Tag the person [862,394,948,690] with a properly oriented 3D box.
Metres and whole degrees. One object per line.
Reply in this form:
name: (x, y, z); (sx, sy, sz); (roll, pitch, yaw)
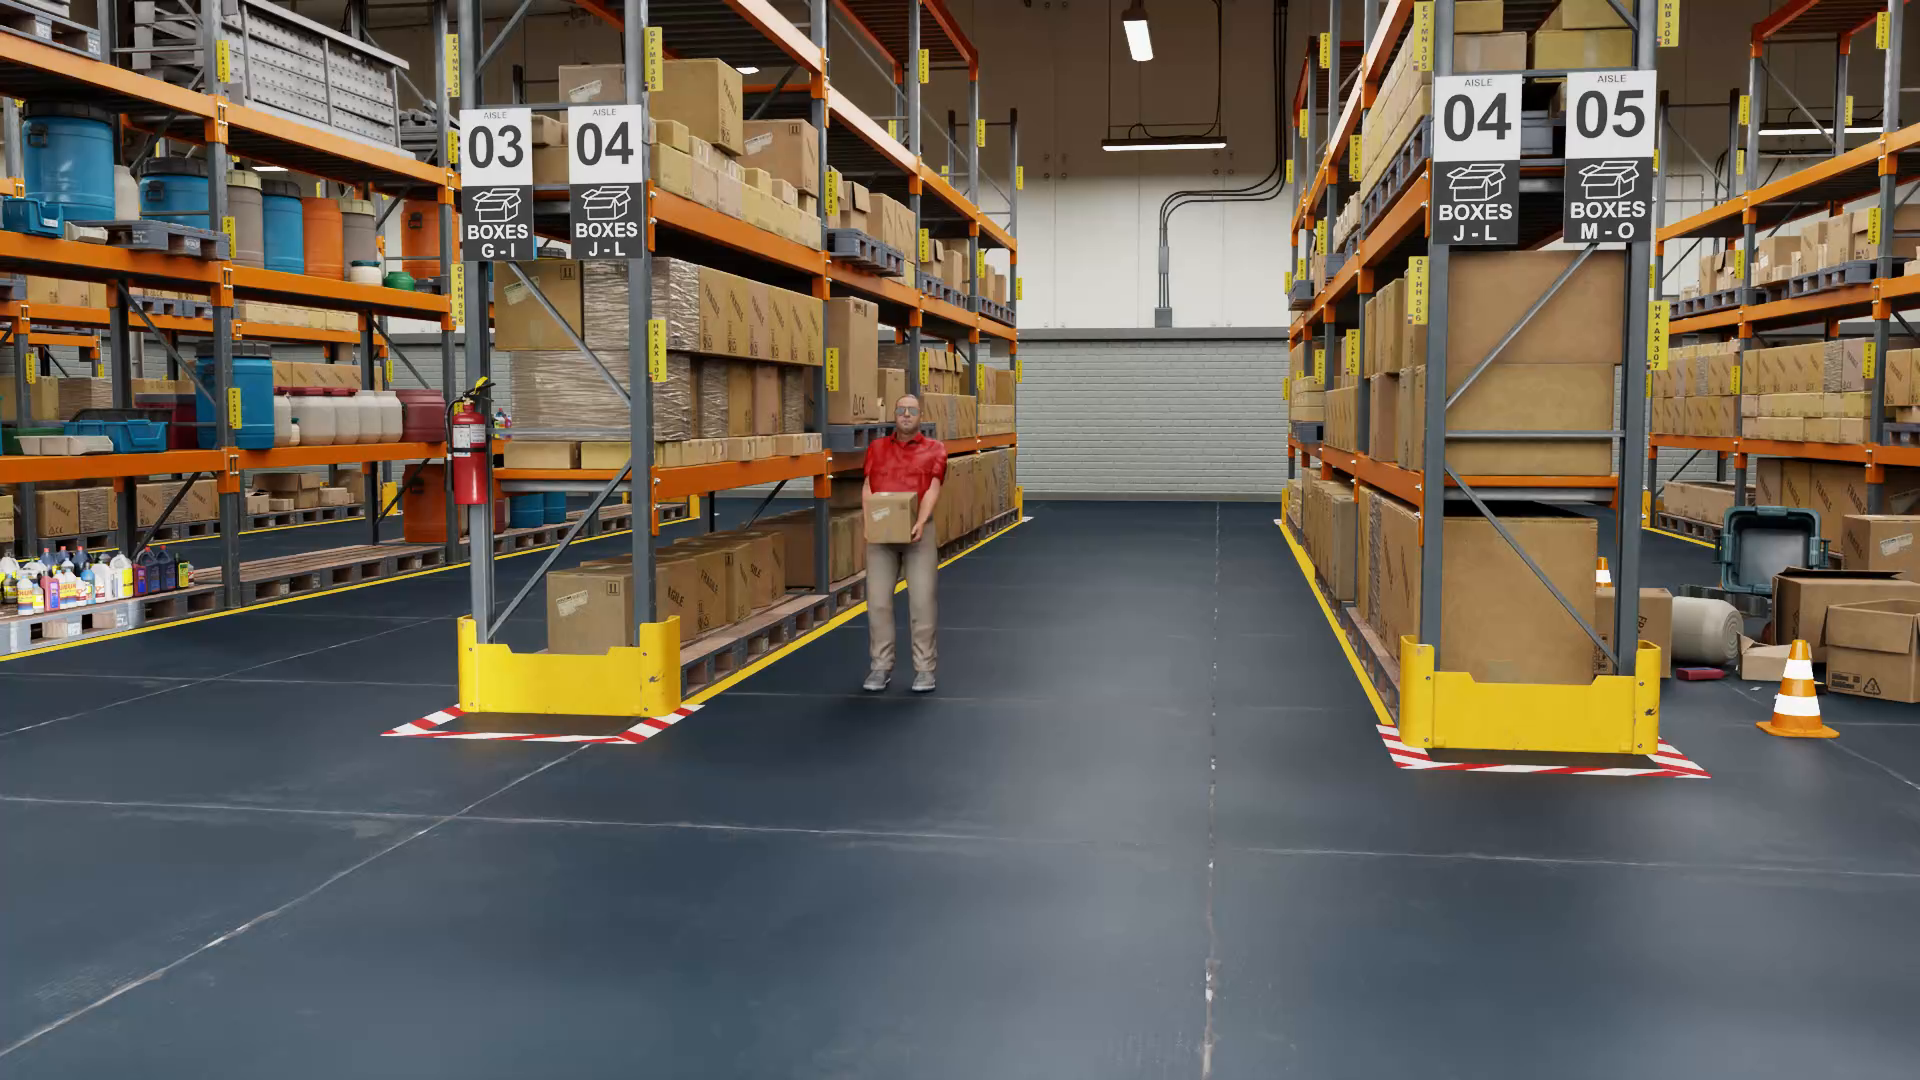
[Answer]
person: (-0.338, 0.016, 9.621); (0.493, 1.712, 0.537); (1, 4, 9)
